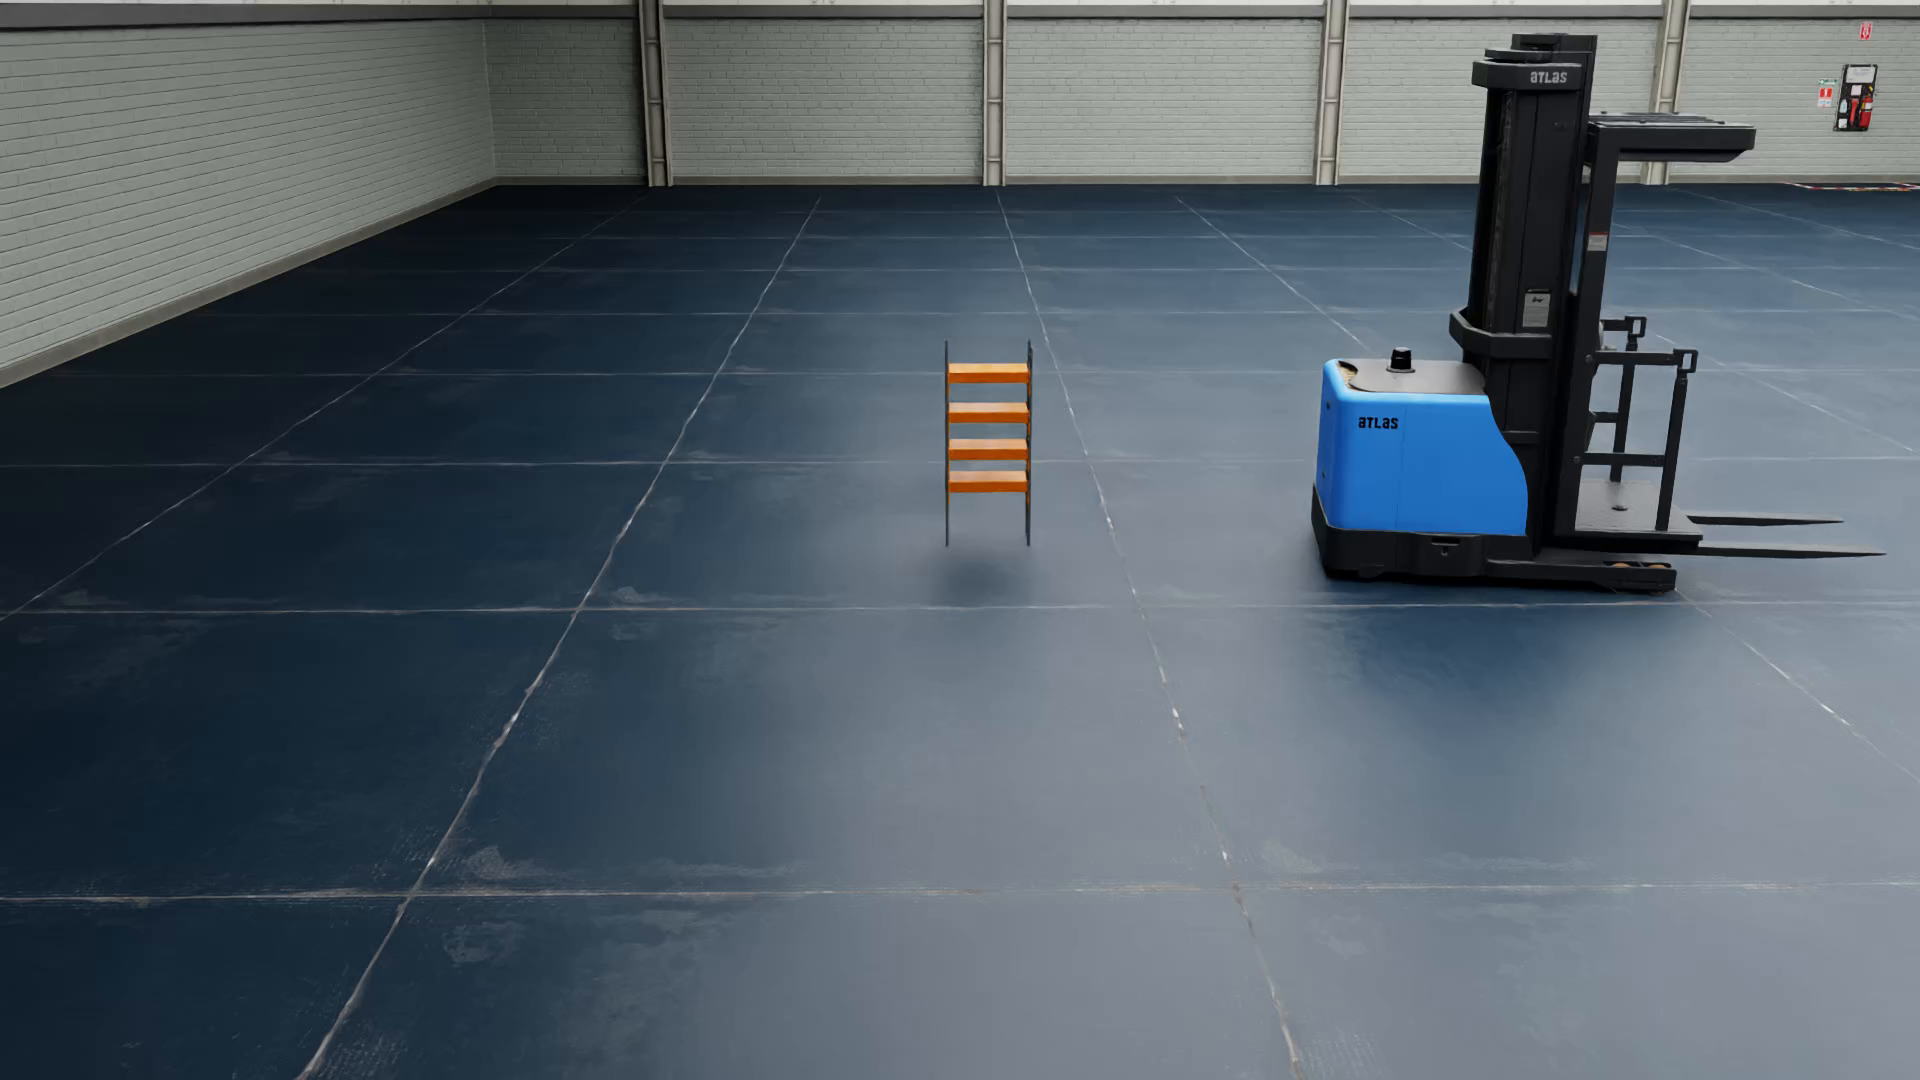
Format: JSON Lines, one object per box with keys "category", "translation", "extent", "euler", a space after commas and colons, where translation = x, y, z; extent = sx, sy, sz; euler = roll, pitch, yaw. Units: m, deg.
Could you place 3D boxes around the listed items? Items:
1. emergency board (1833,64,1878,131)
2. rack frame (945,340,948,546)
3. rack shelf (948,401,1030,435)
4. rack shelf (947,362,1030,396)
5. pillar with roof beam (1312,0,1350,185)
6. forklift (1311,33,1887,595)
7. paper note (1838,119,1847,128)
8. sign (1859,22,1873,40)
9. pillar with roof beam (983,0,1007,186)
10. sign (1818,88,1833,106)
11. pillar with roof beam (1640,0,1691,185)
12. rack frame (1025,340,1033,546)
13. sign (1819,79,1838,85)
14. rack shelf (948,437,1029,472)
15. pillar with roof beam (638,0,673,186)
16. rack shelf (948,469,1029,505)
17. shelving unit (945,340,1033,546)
{"category": "emergency board", "translation": [16.139, -7.932, 29.865], "extent": [0.643, 1.169, 0.194], "euler": [0, 18, -1]}
{"category": "rack frame", "translation": [-0.078, -0.571, 9.863], "extent": [0.015, 1.200, 0.240], "euler": [0, 18, -1]}
{"category": "rack shelf", "translation": [0.166, -0.721, 9.819], "extent": [0.480, 0.148, 0.258], "euler": [0, 18, -1]}
{"category": "rack shelf", "translation": [0.166, -0.946, 9.747], "extent": [0.480, 0.148, 0.258], "euler": [0, 18, -1]}
{"category": "pillar with roof beam", "translation": [6.680, -9.417, 24.670], "extent": [0.400, 9.000, 9.100], "euler": [0, 18, -1]}
{"category": "forklift", "translation": [3.605, -1.265, 9.193], "extent": [3.031, 2.935, 1.130], "euler": [2, 18, 6]}
{"category": "paper note", "translation": [15.961, -7.533, 30.062], "extent": [0.142, 0.148, 0.016], "euler": [0, 18, -1]}
{"category": "sign", "translation": [16.129, -9.067, 29.605], "extent": [0.199, 0.298, 0.001], "euler": [0, 18, -1]}
{"category": "pillar with roof beam", "translation": [0.681, -9.388, 24.580], "extent": [0.400, 9.000, 9.100], "euler": [0, 18, -1]}
{"category": "sign", "translation": [15.585, -7.978, 29.949], "extent": [0.234, 0.329, 0.001], "euler": [0, 18, -1]}
{"category": "pillar with roof beam", "translation": [12.679, -9.445, 24.760], "extent": [0.400, 9.000, 9.100], "euler": [0, 18, -1]}
{"category": "rack frame", "translation": [0.409, -0.573, 9.870], "extent": [0.015, 1.200, 0.240], "euler": [0, 18, -1]}
{"category": "sign", "translation": [15.589, -8.228, 29.860], "extent": [0.331, 0.109, 0.001], "euler": [0, 18, -1]}
{"category": "rack shelf", "translation": [0.166, -0.508, 9.887], "extent": [0.480, 0.148, 0.258], "euler": [0, 18, -1]}
{"category": "pillar with roof beam", "translation": [-5.319, -9.359, 24.490], "extent": [0.400, 9.000, 9.100], "euler": [0, 18, -1]}
{"category": "rack shelf", "translation": [0.166, -0.319, 9.948], "extent": [0.480, 0.148, 0.258], "euler": [0, 18, -1]}
{"category": "shelving unit", "translation": [0.166, -0.572, 9.867], "extent": [0.503, 1.200, 0.258], "euler": [0, 18, -1]}
